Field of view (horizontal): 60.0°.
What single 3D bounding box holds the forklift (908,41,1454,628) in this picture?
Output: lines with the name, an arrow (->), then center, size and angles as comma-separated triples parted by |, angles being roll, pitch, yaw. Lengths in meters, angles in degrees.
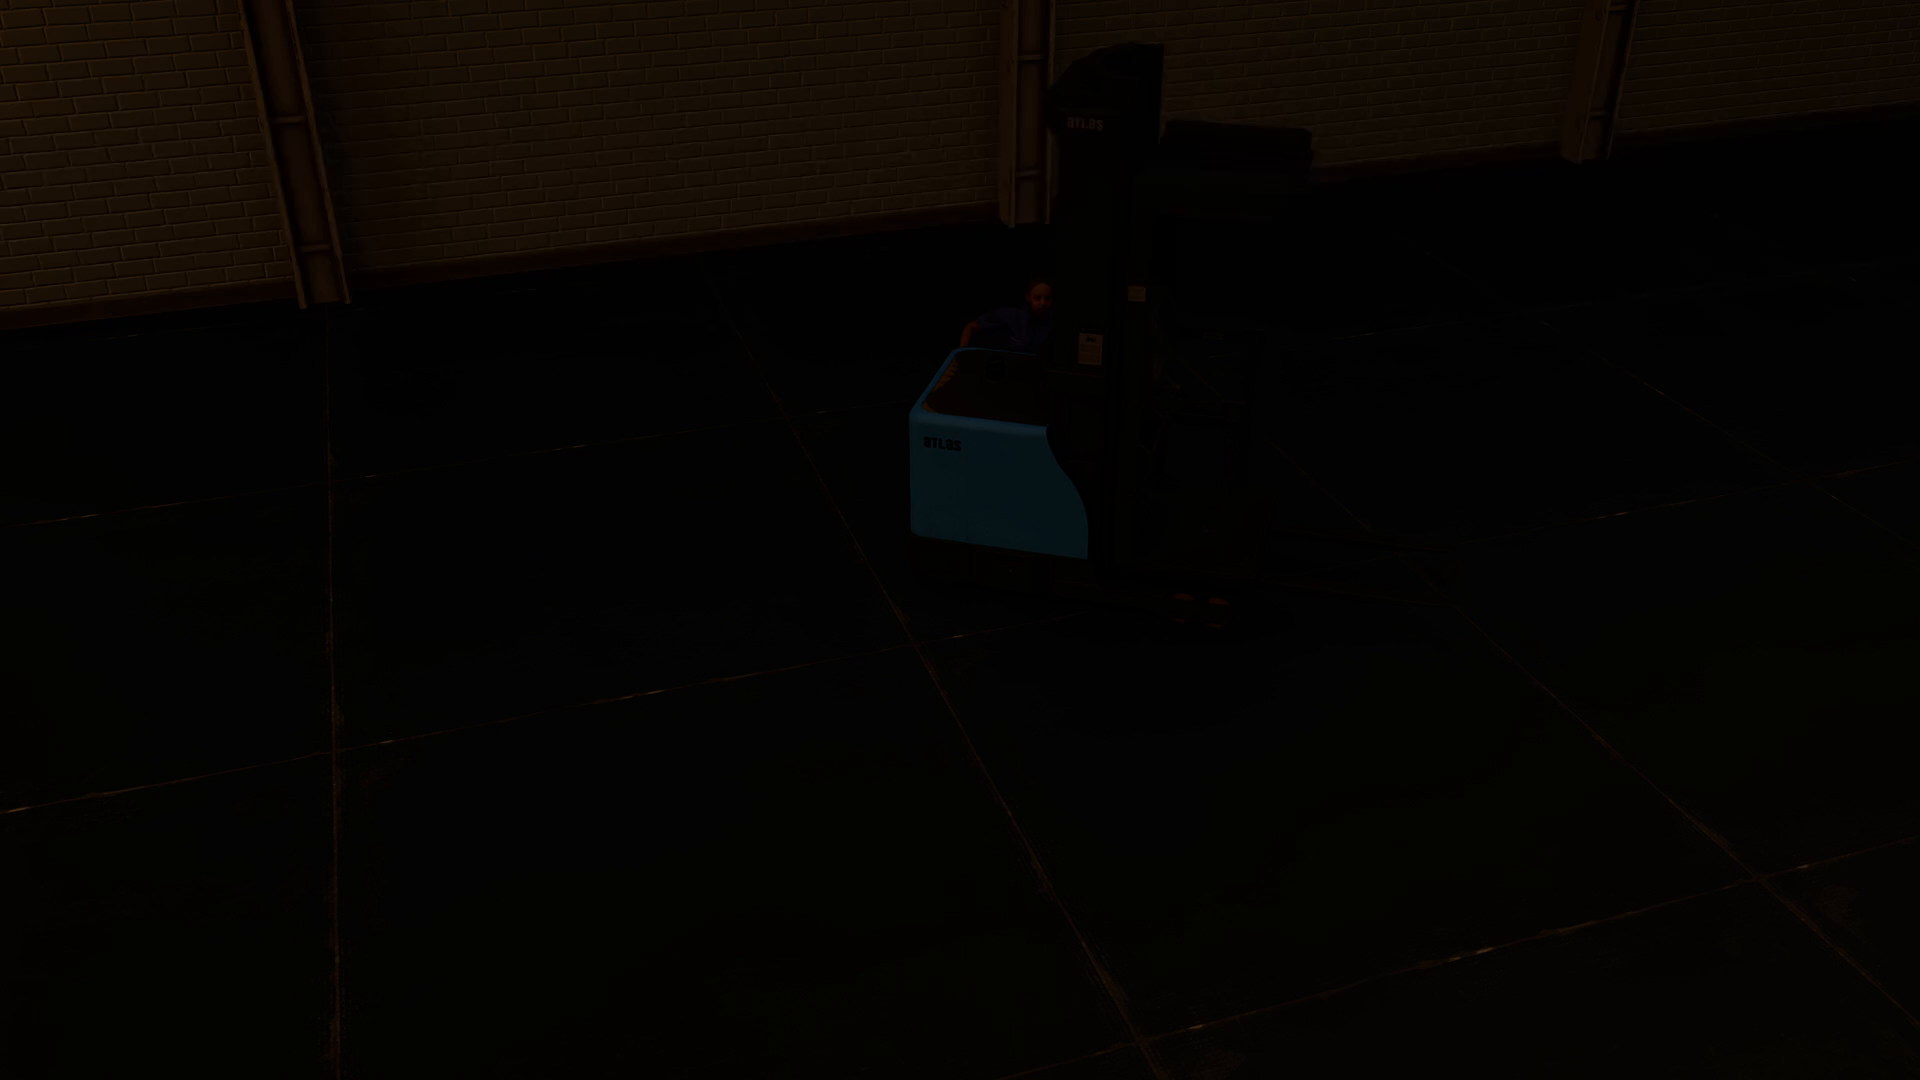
forklift -> 1.278, -1.077, 8.959 | 3.031, 2.935, 1.130 | 8, 31, 13

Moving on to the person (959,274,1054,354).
person -> 0.433, -0.835, 10.043 | 0.964, 1.418, 0.801 | -6, 30, -10
